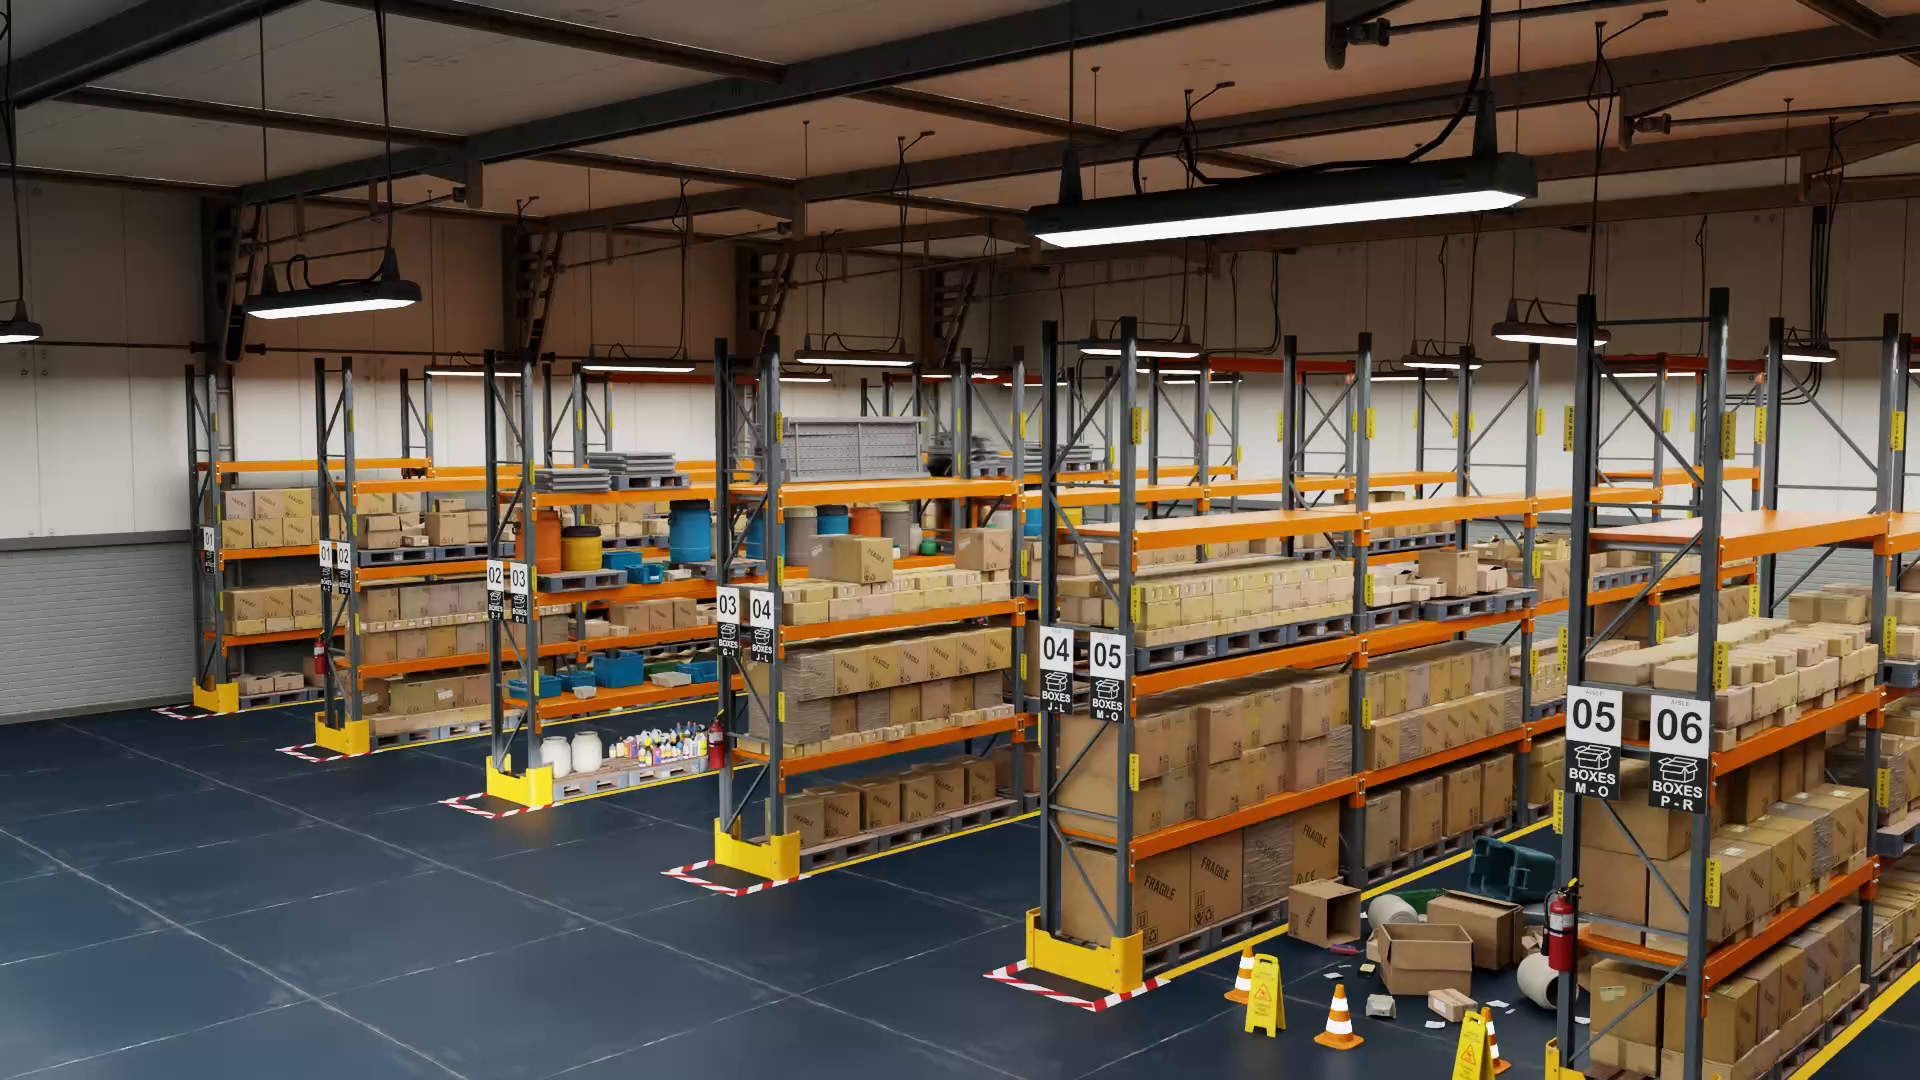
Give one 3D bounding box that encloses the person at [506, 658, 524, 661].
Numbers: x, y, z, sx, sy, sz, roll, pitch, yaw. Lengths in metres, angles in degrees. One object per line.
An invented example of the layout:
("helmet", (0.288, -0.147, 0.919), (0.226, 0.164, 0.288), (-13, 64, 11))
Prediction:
("person", (-7.917, 2.051, 29.407), (0.688, 1.714, 0.639), (3, 6, 38))
